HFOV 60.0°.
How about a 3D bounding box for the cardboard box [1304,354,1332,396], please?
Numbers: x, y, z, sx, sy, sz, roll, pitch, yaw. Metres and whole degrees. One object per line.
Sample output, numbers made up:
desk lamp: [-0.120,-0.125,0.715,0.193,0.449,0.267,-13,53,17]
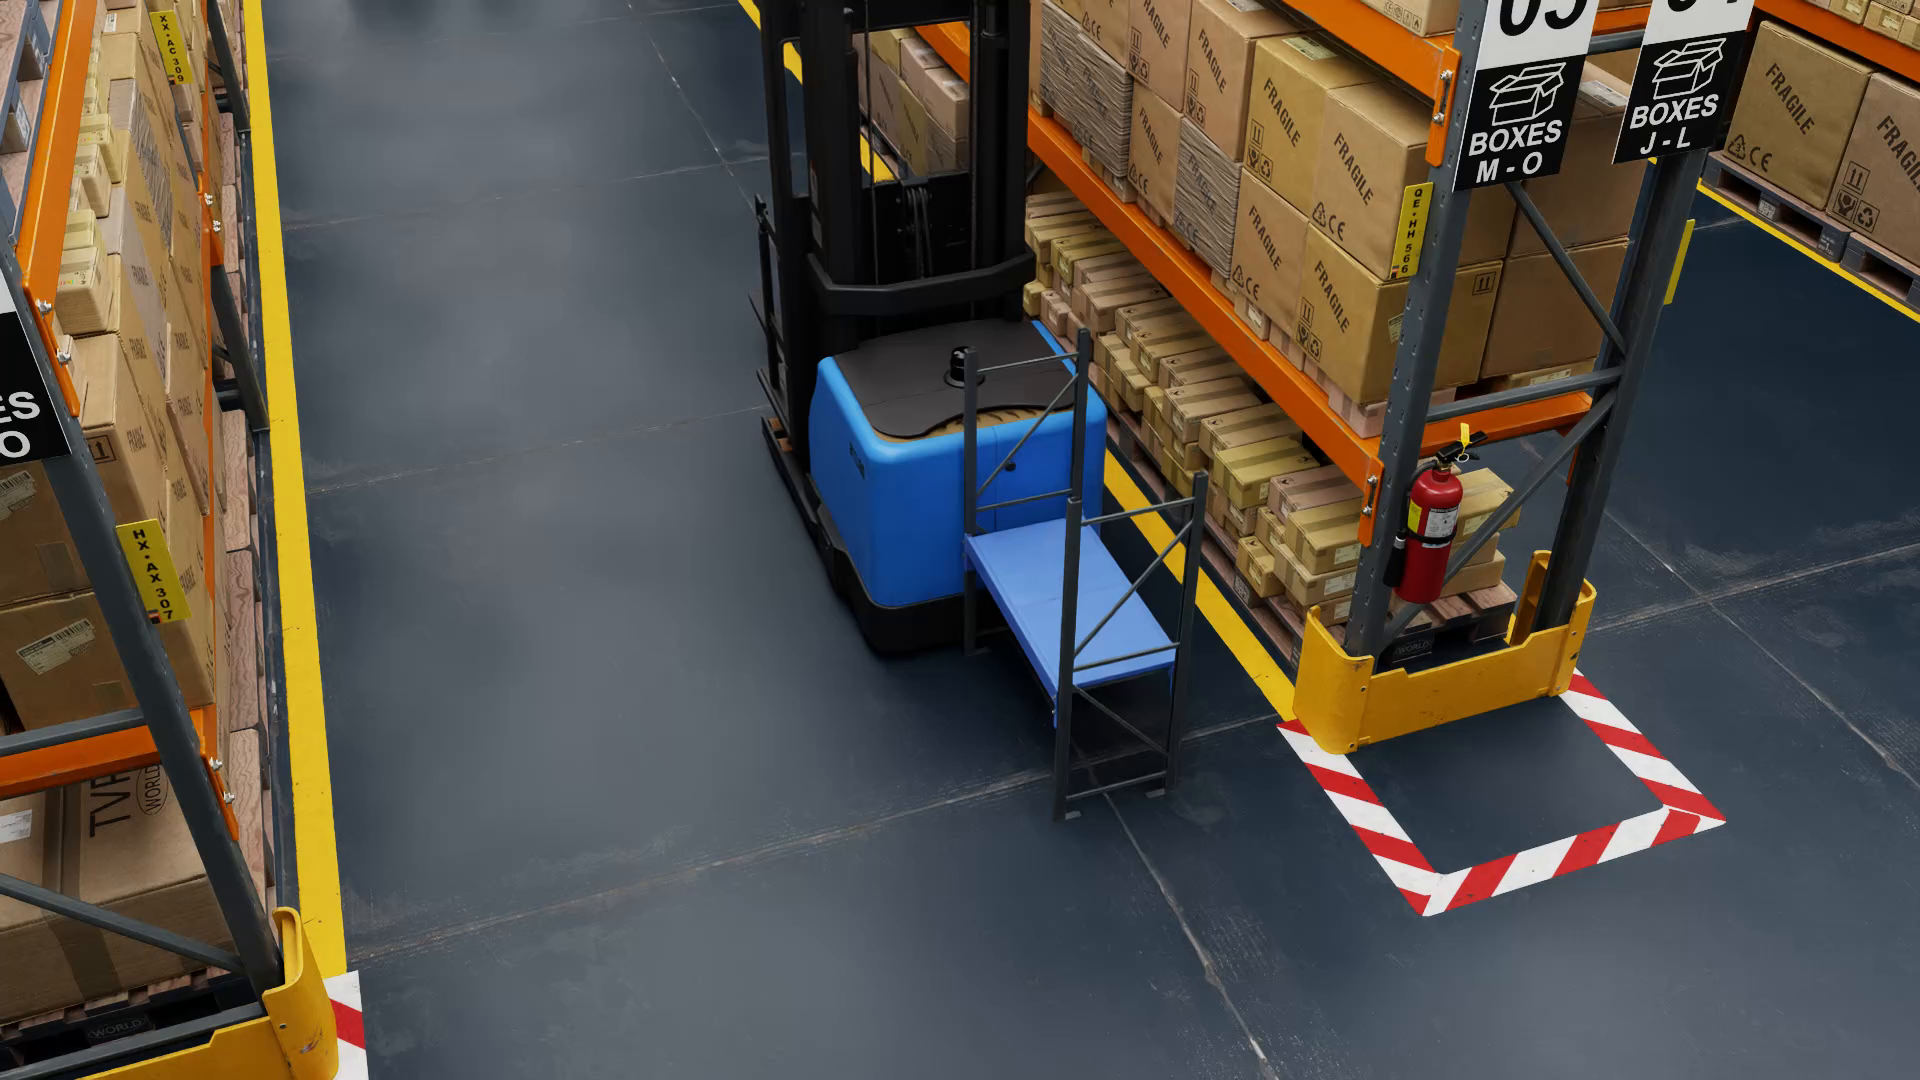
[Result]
cardboard box: [1.552,-0.680,6.369,0.380,0.149,0.250,-13,39,-16]

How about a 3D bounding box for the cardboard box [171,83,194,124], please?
cardboard box: [-3.897,-2.131,7.795,0.500,0.250,0.500,-14,39,-17]

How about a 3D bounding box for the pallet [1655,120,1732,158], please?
pallet: [4.958,-3.043,11.614,1.003,0.211,1.213,-12,39,-16]

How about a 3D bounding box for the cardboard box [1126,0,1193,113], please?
cardboard box: [1.042,-2.148,6.948,0.500,0.500,0.500,-14,39,-18]

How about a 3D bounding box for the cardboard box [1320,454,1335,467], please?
cardboard box: [1.832,-0.290,7.415,0.380,0.149,0.250,-12,39,-15]

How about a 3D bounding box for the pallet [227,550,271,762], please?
pallet: [-3.398,0.565,6.824,1.003,0.211,1.213,-12,39,-16]

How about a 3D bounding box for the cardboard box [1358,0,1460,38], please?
cardboard box: [1.575,-1.847,5.341,0.500,0.250,0.500,-13,39,-17]

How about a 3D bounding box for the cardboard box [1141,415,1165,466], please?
cardboard box: [1.090,-0.508,7.952,0.380,0.149,0.250,-12,39,-15]

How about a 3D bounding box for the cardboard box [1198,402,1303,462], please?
cardboard box: [1.289,-0.453,7.385,0.380,0.149,0.250,-14,39,-18]

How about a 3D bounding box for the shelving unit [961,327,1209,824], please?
shelving unit: [0.423,0.134,6.326,0.538,1.500,1.048,-12,39,-15]

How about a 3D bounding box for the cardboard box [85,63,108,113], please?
cardboard box: [-3.225,-1.540,5.848,0.380,0.149,0.250,-13,39,-17]

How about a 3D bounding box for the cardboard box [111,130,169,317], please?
cardboard box: [-3.073,-1.056,5.744,0.500,0.500,0.500,-12,39,-16]

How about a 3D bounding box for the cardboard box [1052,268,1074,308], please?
cardboard box: [0.716,-1.389,8.874,0.380,0.149,0.250,-13,39,-16]

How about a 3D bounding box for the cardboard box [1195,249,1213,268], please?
cardboard box: [1.241,-1.278,7.163,0.380,0.149,0.250,-14,39,-18]

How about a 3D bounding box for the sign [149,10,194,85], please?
sign: [-3.489,-2.178,7.363,0.100,0.325,0.005,-12,39,-16]

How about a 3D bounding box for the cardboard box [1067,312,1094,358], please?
cardboard box: [0.787,-1.110,8.751,0.380,0.149,0.250,-13,39,-17]

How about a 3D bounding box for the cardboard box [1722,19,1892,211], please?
cardboard box: [5.447,-2.666,10.213,0.875,0.875,0.875,-12,39,-16]

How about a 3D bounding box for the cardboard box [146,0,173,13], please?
cardboard box: [-3.891,-2.432,7.571,0.500,0.500,0.500,-12,39,-15]

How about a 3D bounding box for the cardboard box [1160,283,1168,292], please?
cardboard box: [1.203,-1.448,8.705,0.380,0.149,0.250,-11,38,-14]

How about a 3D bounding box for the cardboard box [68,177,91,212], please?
cardboard box: [-2.882,-0.967,5.088,0.380,0.149,0.250,-12,39,-16]

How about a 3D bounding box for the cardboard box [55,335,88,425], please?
cardboard box: [-2.496,-0.381,4.310,0.380,0.149,0.250,-12,39,-15]

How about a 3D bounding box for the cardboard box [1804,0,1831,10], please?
cardboard box: [5.175,-3.252,9.783,0.380,0.149,0.250,-14,39,-17]

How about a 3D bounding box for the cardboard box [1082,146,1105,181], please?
cardboard box: [0.806,-1.857,7.931,0.380,0.149,0.250,-12,39,-15]

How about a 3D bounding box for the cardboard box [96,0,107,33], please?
cardboard box: [-3.616,-2.103,6.596,0.380,0.149,0.250,-12,38,-15]

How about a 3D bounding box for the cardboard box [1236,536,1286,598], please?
cardboard box: [1.419,0.086,7.164,0.380,0.149,0.250,-11,38,-15]

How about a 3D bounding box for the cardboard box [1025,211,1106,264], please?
cardboard box: [0.566,-1.628,8.944,0.380,0.149,0.250,-11,38,-14]

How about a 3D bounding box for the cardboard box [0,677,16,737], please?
cardboard box: [-3.048,0.317,4.752,0.500,0.500,0.500,-12,39,-16]

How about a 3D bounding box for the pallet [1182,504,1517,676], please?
pallet: [1.707,0.098,7.445,1.003,0.211,1.213,-12,39,-16]

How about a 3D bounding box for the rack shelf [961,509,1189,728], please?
rack shelf: [0.423,0.277,6.434,0.538,0.185,1.000,-12,39,-15]

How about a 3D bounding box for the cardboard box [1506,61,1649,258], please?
cardboard box: [2.074,-1.374,5.919,0.500,0.500,0.500,-13,39,-16]

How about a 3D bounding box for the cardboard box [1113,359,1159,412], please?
cardboard box: [0.967,-0.775,8.059,0.380,0.149,0.250,-12,39,-15]

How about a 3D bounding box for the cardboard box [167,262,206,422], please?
cardboard box: [-3.075,-0.646,6.031,0.500,0.500,0.500,-11,38,-14]

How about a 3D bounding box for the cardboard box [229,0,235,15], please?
cardboard box: [-6.089,-4.228,12.705,0.950,0.372,0.625,-11,38,-14]

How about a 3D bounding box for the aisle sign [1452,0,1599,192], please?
aisle sign: [1.723,-1.442,5.010,0.394,0.787,0.004,-12,39,-16]

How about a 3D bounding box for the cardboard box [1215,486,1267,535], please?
cardboard box: [1.349,-0.187,7.278,0.380,0.149,0.250,-14,39,-18]

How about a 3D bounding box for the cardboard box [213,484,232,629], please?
cardboard box: [-3.586,0.054,6.966,0.875,0.438,0.875,-14,39,-17]

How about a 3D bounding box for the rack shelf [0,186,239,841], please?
rack shelf: [-3.322,-0.267,6.210,1.077,0.370,4.000,-12,39,-16]

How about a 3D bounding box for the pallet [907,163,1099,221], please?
pallet: [0.334,-2.092,10.352,1.003,0.211,1.213,-12,39,-16]

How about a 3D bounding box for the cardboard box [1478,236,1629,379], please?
cardboard box: [2.084,-0.976,6.223,0.500,0.500,0.500,-11,38,-14]

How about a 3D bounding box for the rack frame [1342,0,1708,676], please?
rack frame: [1.979,-0.507,5.930,1.000,3.000,0.127,-12,39,-16]

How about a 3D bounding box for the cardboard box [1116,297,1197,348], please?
cardboard box: [0.993,-1.055,8.183,0.380,0.149,0.250,-14,39,-18]

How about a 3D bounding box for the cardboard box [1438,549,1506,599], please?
cardboard box: [2.100,0.102,7.142,0.380,0.149,0.250,-12,39,-15]

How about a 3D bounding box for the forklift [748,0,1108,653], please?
forklift: [-0.351,-1.584,7.417,1.130,2.935,3.031,-12,39,-15]

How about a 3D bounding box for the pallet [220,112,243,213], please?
pallet: [-5.186,-2.369,10.720,1.003,0.211,1.213,-12,39,-16]

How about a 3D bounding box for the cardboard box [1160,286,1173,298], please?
cardboard box: [1.218,-1.342,8.812,0.380,0.149,0.250,-12,39,-16]

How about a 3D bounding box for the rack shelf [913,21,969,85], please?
rack shelf: [-0.085,-3.609,10.646,1.077,0.370,4.000,-12,39,-16]

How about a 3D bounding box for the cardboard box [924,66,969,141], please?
cardboard box: [0.109,-2.604,9.819,0.500,0.250,0.500,-13,39,-17]

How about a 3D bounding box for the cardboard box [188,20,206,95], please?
cardboard box: [-4.254,-2.513,8.717,0.500,0.250,0.500,-13,39,-16]

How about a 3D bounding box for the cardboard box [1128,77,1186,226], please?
cardboard box: [1.065,-1.726,7.219,0.500,0.500,0.500,-11,38,-14]

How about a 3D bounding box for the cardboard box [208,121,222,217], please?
cardboard box: [-4.924,-2.351,9.795,0.875,0.875,0.875,-12,39,-15]

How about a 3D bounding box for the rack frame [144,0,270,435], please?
rack frame: [-4.010,-1.685,7.493,1.000,3.000,0.127,-12,39,-16]

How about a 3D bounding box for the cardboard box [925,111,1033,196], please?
cardboard box: [0.112,-2.302,10.041,0.500,0.500,0.500,-13,39,-17]
